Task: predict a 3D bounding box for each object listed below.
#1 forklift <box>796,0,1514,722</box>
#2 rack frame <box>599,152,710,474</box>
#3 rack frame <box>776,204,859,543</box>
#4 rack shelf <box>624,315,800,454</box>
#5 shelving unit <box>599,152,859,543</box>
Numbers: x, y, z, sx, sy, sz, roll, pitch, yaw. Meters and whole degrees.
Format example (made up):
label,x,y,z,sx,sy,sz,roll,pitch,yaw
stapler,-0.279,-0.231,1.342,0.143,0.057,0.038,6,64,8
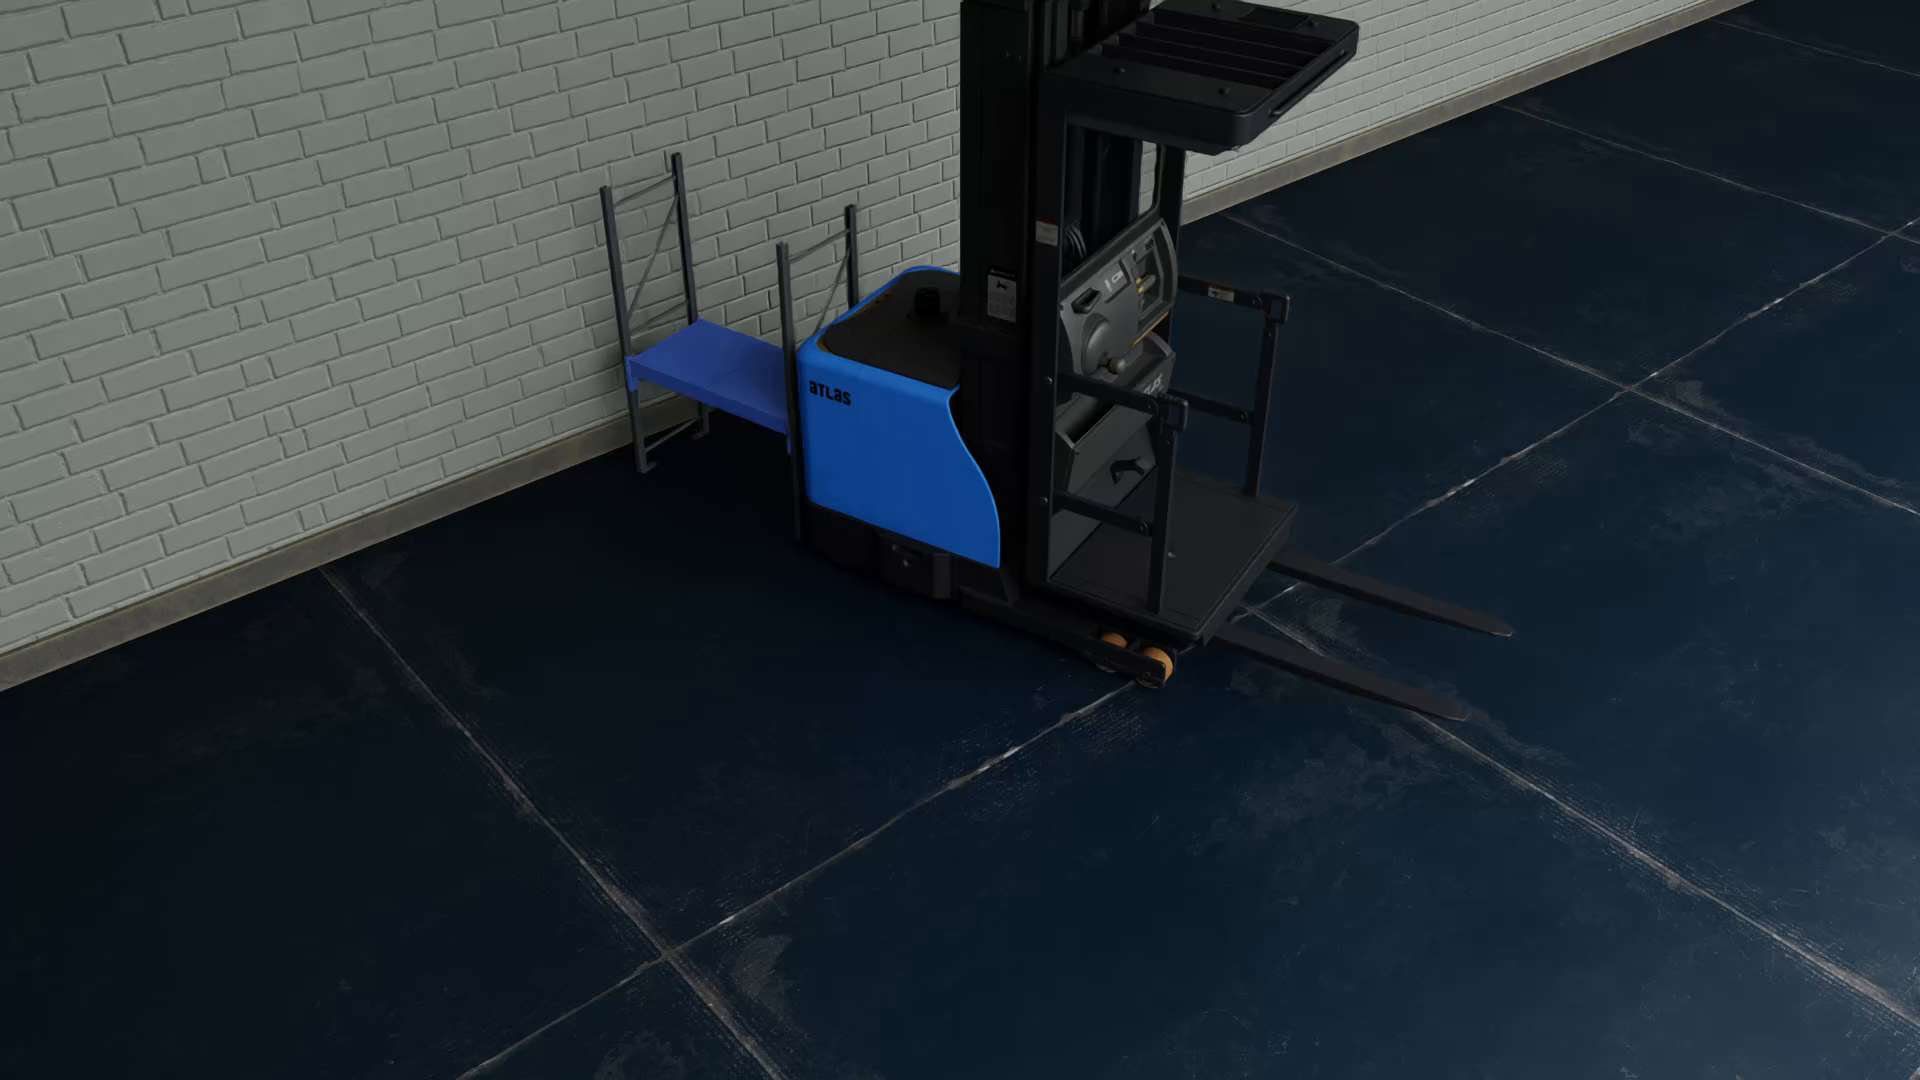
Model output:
label,x,y,z,sx,sy,sz,roll,pitch,yaw
forklift,0.814,-0.936,6.536,3.031,2.935,1.130,19,40,25
rack frame,-1.441,-1.060,7.949,0.032,1.500,0.500,22,41,28
rack frame,-0.607,-0.723,7.474,0.032,1.500,0.500,22,41,28
rack shelf,-1.024,-0.745,7.815,1.000,0.185,0.538,22,41,28
shelving unit,-1.024,-0.892,7.711,1.048,1.500,0.538,22,41,28
